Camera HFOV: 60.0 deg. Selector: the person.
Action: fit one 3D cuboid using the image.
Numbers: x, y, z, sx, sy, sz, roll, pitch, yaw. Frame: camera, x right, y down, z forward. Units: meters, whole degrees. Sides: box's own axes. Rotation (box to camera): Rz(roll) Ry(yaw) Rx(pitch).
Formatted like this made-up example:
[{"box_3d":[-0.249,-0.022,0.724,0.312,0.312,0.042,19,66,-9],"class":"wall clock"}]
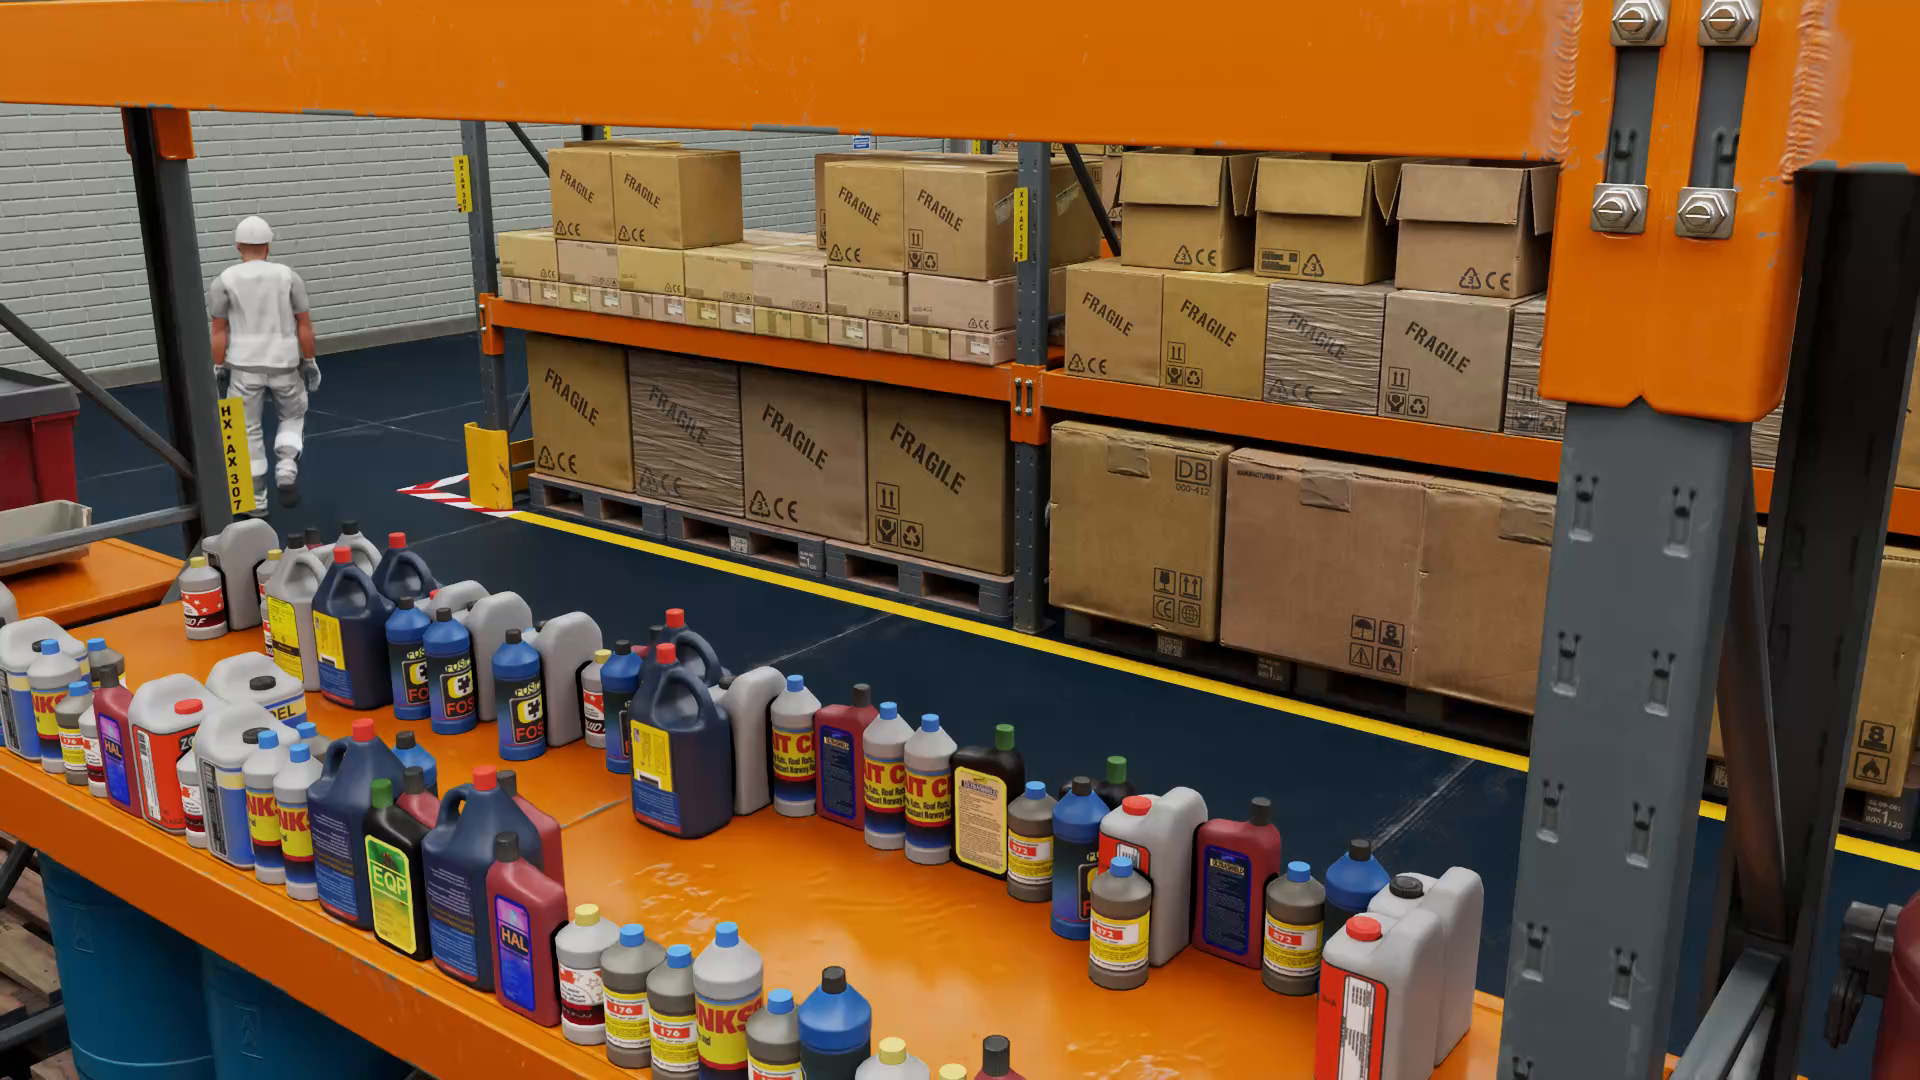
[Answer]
[{"box_3d":[-4.146,-1.020,9.906,0.621,1.780,0.467,-10,19,-31],"class":"person"}]
